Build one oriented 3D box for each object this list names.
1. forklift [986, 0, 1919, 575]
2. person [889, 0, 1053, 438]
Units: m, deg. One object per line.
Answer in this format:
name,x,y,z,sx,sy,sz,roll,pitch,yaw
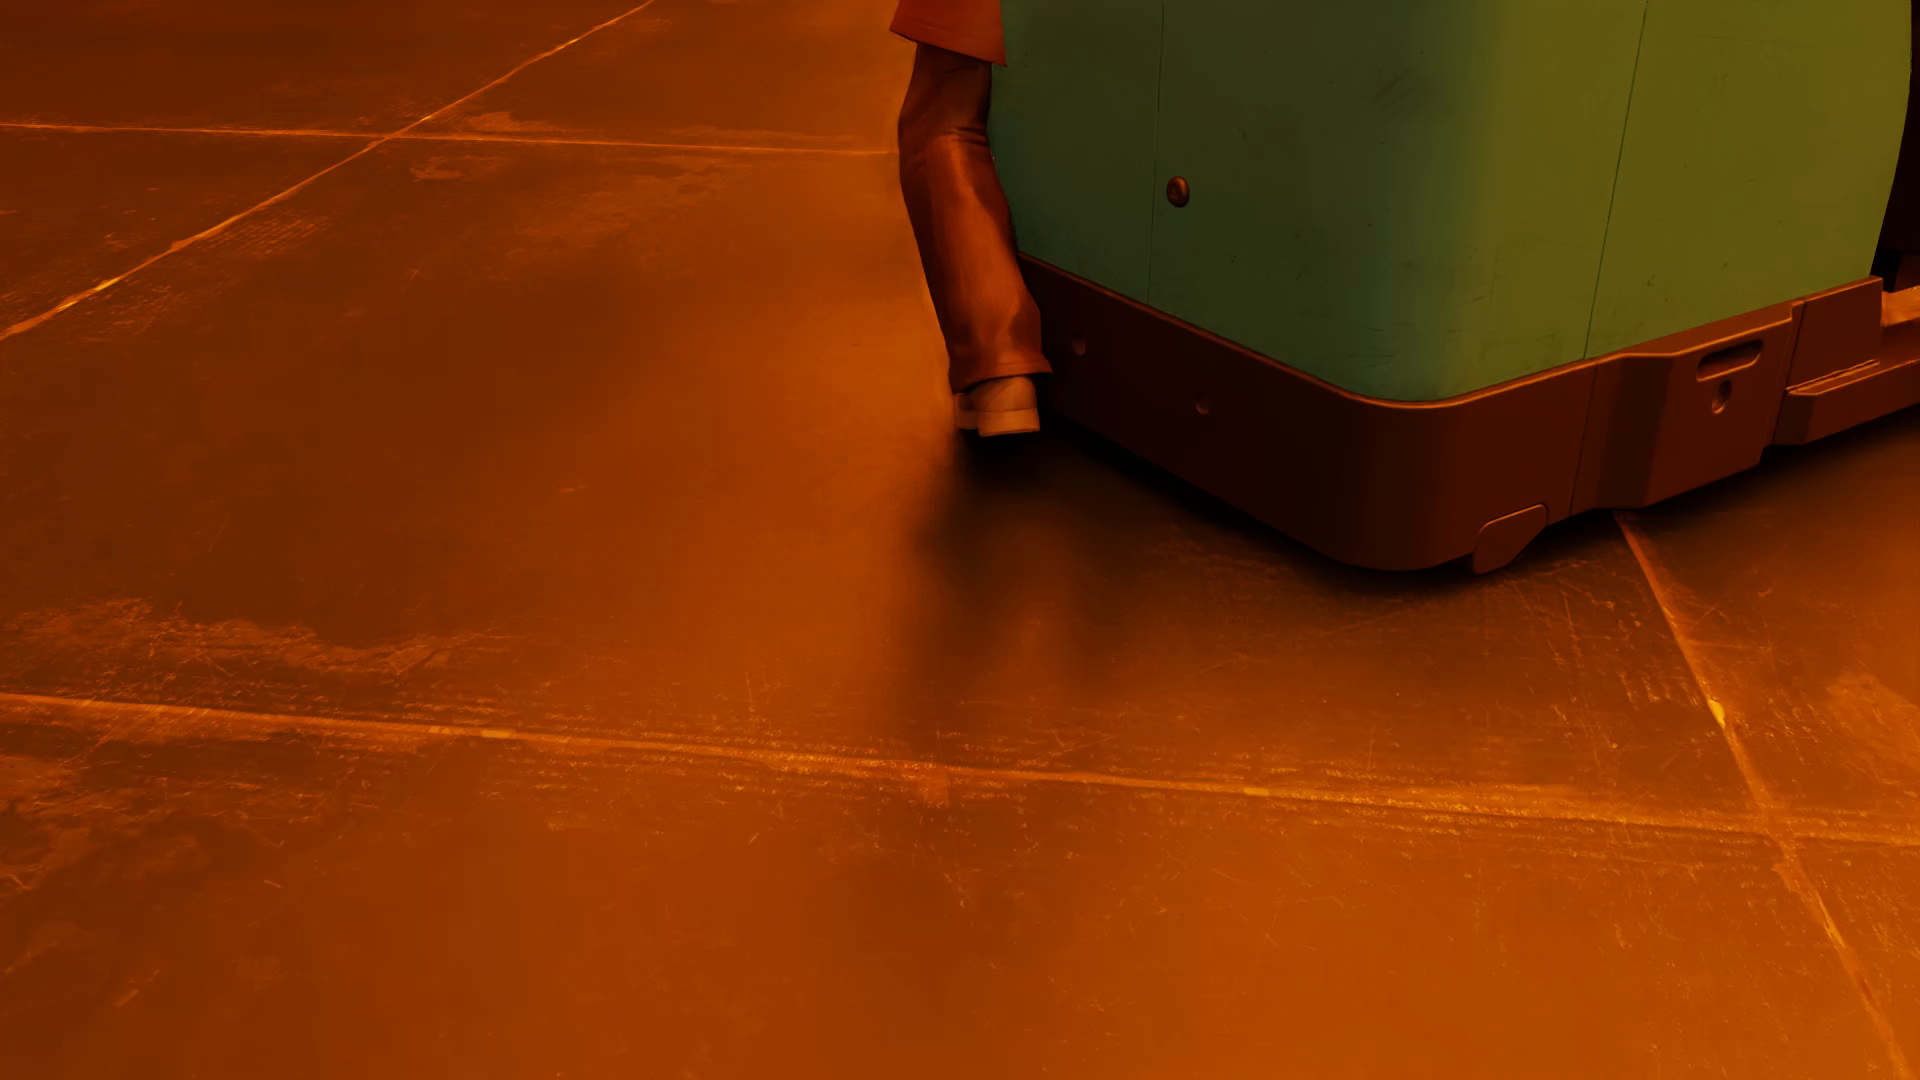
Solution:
forklift,1.543,-1.751,2.726,3.031,2.935,1.130,-16,31,-29
person,0.268,-1.060,2.780,0.827,1.658,0.943,-7,27,-14
